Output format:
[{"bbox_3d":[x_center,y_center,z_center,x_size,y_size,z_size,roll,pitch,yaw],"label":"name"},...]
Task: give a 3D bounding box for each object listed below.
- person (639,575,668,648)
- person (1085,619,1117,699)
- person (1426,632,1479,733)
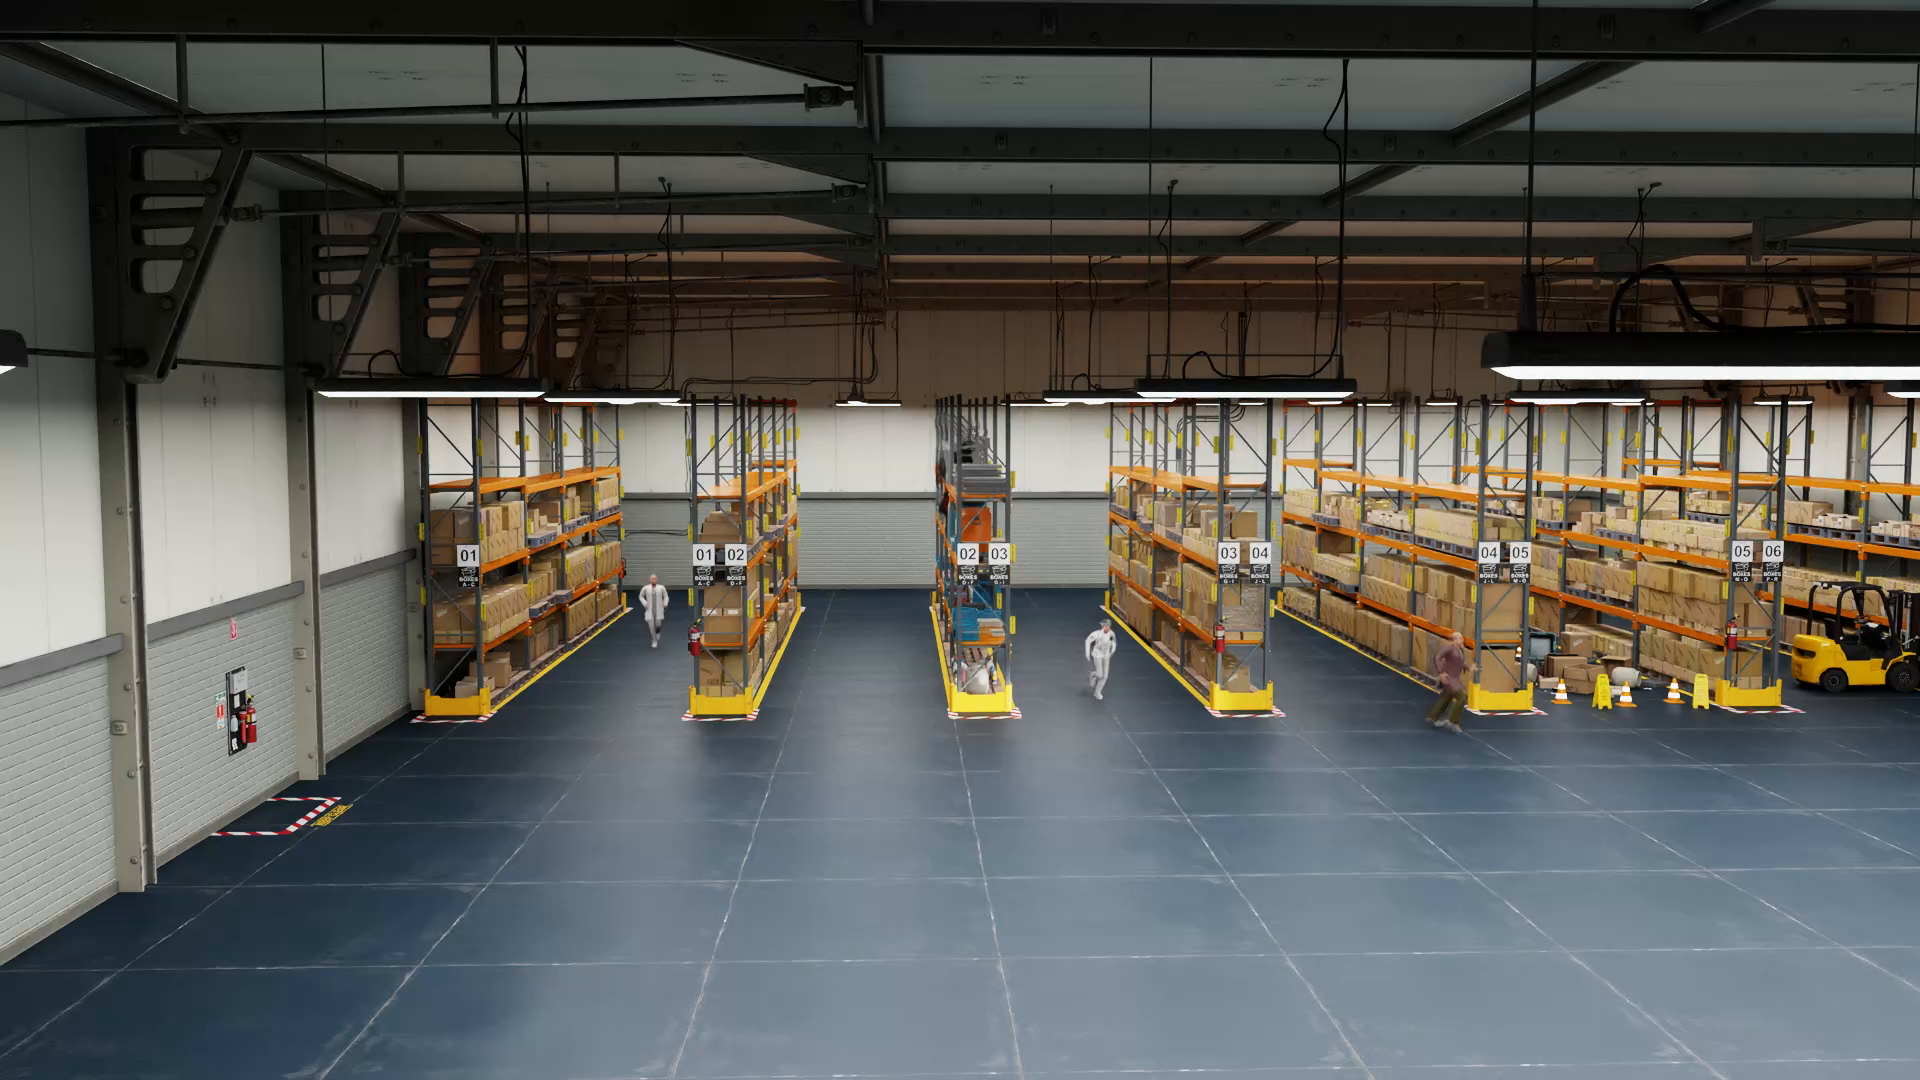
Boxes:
[{"bbox_3d":[-7.397,1.706,40.175,0.712,1.738,0.643,-1,5,-12],"label":"person"},{"bbox_3d":[2.797,2.342,33.008,0.608,1.619,0.691,-2,5,-25],"label":"person"},{"bbox_3d":[8.742,2.537,29.603,0.935,1.831,0.637,3,5,34],"label":"person"}]
